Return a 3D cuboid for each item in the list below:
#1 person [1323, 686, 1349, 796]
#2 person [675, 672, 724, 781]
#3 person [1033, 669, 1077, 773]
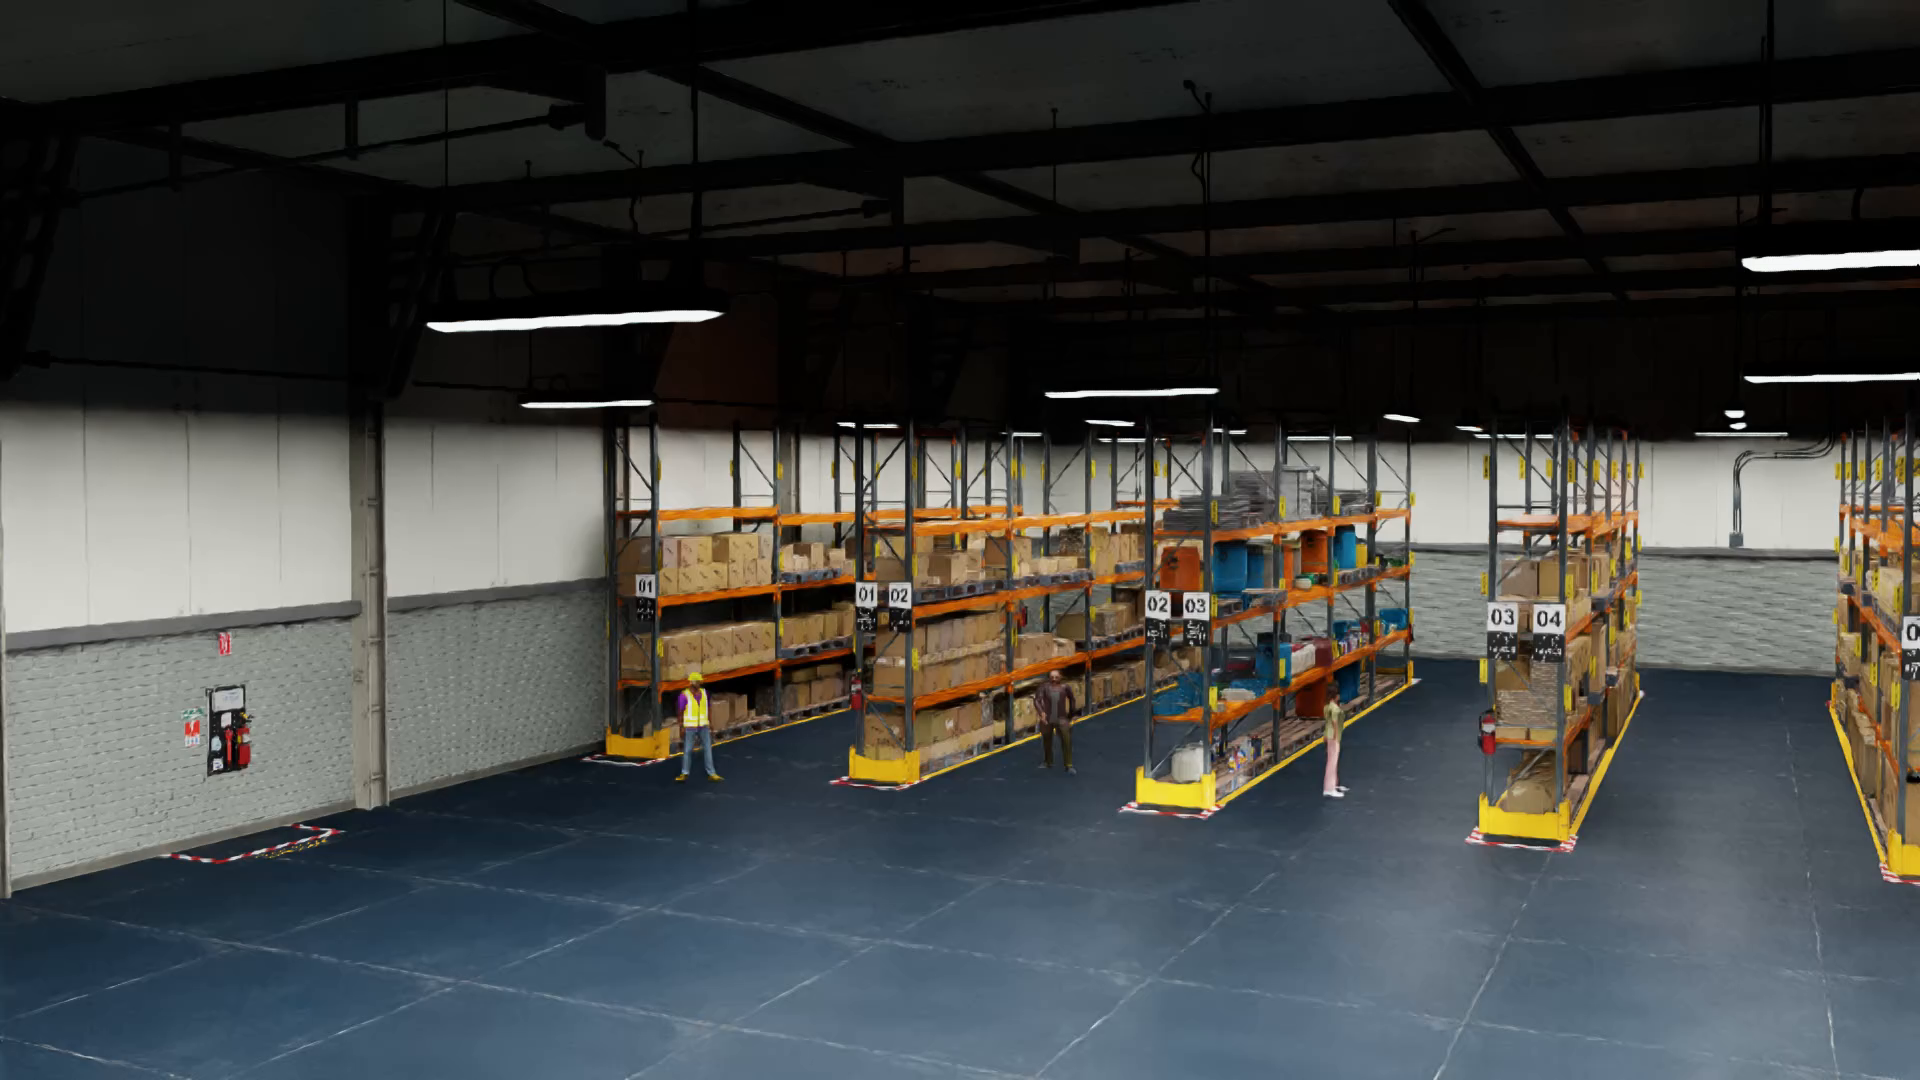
[{"bbox_3d":[5.786,3.075,25.576,0.445,1.674,0.495,0,2,-2],"label":"person"},{"bbox_3d":[-4.207,2.987,26.688,0.717,1.757,0.535,-1,3,-29],"label":"person"},{"bbox_3d":[1.581,3.071,27.552,0.728,1.530,0.852,0,2,6],"label":"person"}]
